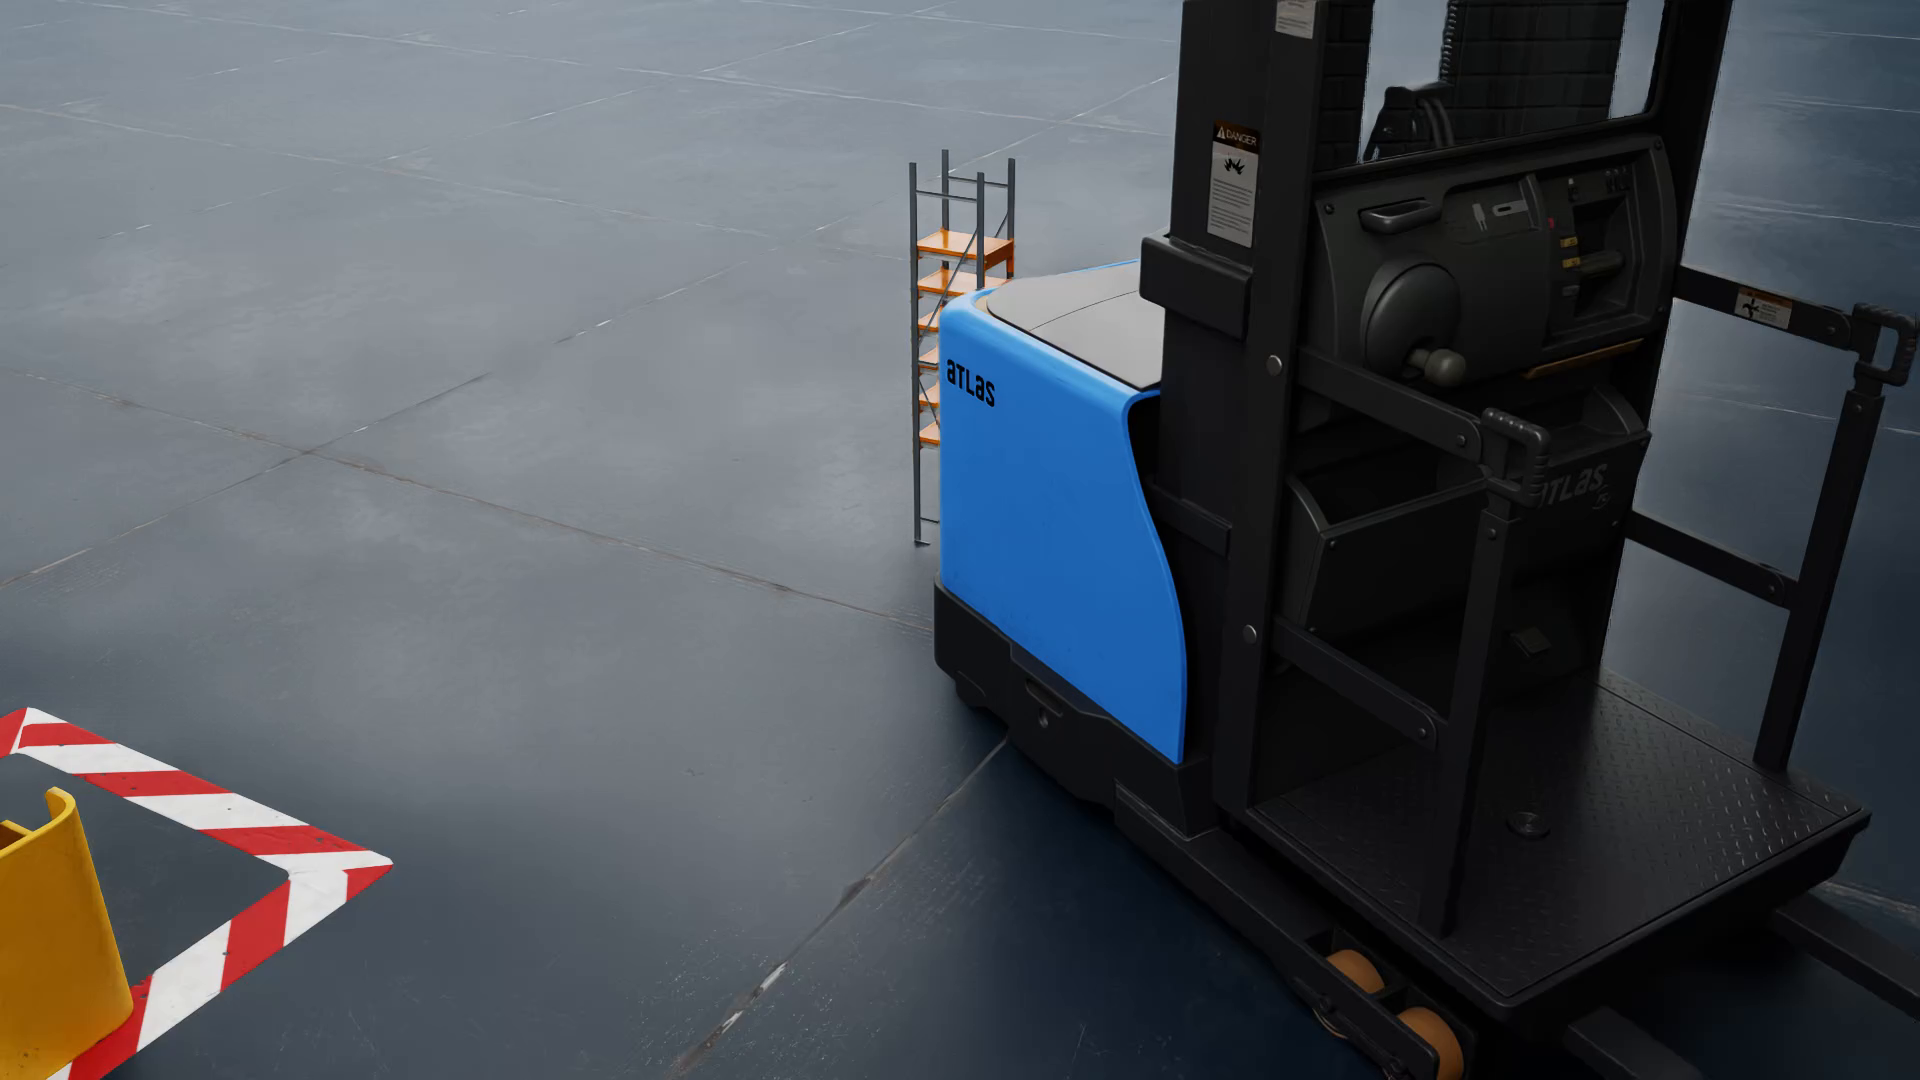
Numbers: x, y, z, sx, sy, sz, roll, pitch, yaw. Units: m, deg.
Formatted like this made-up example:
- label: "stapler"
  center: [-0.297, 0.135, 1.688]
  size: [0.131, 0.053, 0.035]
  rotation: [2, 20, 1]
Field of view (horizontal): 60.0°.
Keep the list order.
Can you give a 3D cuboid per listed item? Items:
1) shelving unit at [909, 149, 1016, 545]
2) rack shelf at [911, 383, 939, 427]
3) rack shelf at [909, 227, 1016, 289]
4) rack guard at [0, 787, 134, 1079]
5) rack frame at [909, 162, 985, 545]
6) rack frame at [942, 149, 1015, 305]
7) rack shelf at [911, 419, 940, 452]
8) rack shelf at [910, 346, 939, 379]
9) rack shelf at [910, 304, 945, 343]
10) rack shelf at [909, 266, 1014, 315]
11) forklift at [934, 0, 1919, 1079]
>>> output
- label: "shelving unit"
  center: [0.007, -0.542, 4.993]
  size: [0.258, 1.200, 0.189]
  rotation: [14, 30, 26]
- label: "rack shelf"
  center: [0.007, -0.395, 5.066]
  size: [0.258, 0.103, 0.180]
  rotation: [14, 30, 26]
- label: "rack shelf"
  center: [0.007, -0.824, 4.851]
  size: [0.258, 0.103, 0.180]
  rotation: [14, 30, 26]
- label: "rack guard"
  center: [-2.235, 0.660, 3.374]
  size: [1.175, 0.500, 0.348]
  rotation: [14, 30, 26]
- label: "rack frame"
  center: [-0.038, -0.507, 4.921]
  size: [0.240, 1.200, 0.006]
  rotation: [14, 30, 26]
- label: "rack frame"
  center: [0.052, -0.578, 5.064]
  size: [0.240, 1.200, 0.006]
  rotation: [14, 30, 26]
- label: "rack shelf"
  center: [0.007, -0.288, 5.120]
  size: [0.258, 0.103, 0.180]
  rotation: [14, 30, 26]
- label: "rack shelf"
  center: [0.007, -0.502, 5.013]
  size: [0.258, 0.103, 0.180]
  rotation: [14, 30, 26]
- label: "rack shelf"
  center: [0.007, -0.610, 4.959]
  size: [0.258, 0.103, 0.180]
  rotation: [14, 30, 26]
- label: "rack shelf"
  center: [0.007, -0.717, 4.905]
  size: [0.258, 0.103, 0.180]
  rotation: [14, 30, 26]
- label: "forklift"
  center: [1.141, -0.496, 2.967]
  size: [1.130, 2.935, 3.031]
  rotation: [-16, 31, -28]
